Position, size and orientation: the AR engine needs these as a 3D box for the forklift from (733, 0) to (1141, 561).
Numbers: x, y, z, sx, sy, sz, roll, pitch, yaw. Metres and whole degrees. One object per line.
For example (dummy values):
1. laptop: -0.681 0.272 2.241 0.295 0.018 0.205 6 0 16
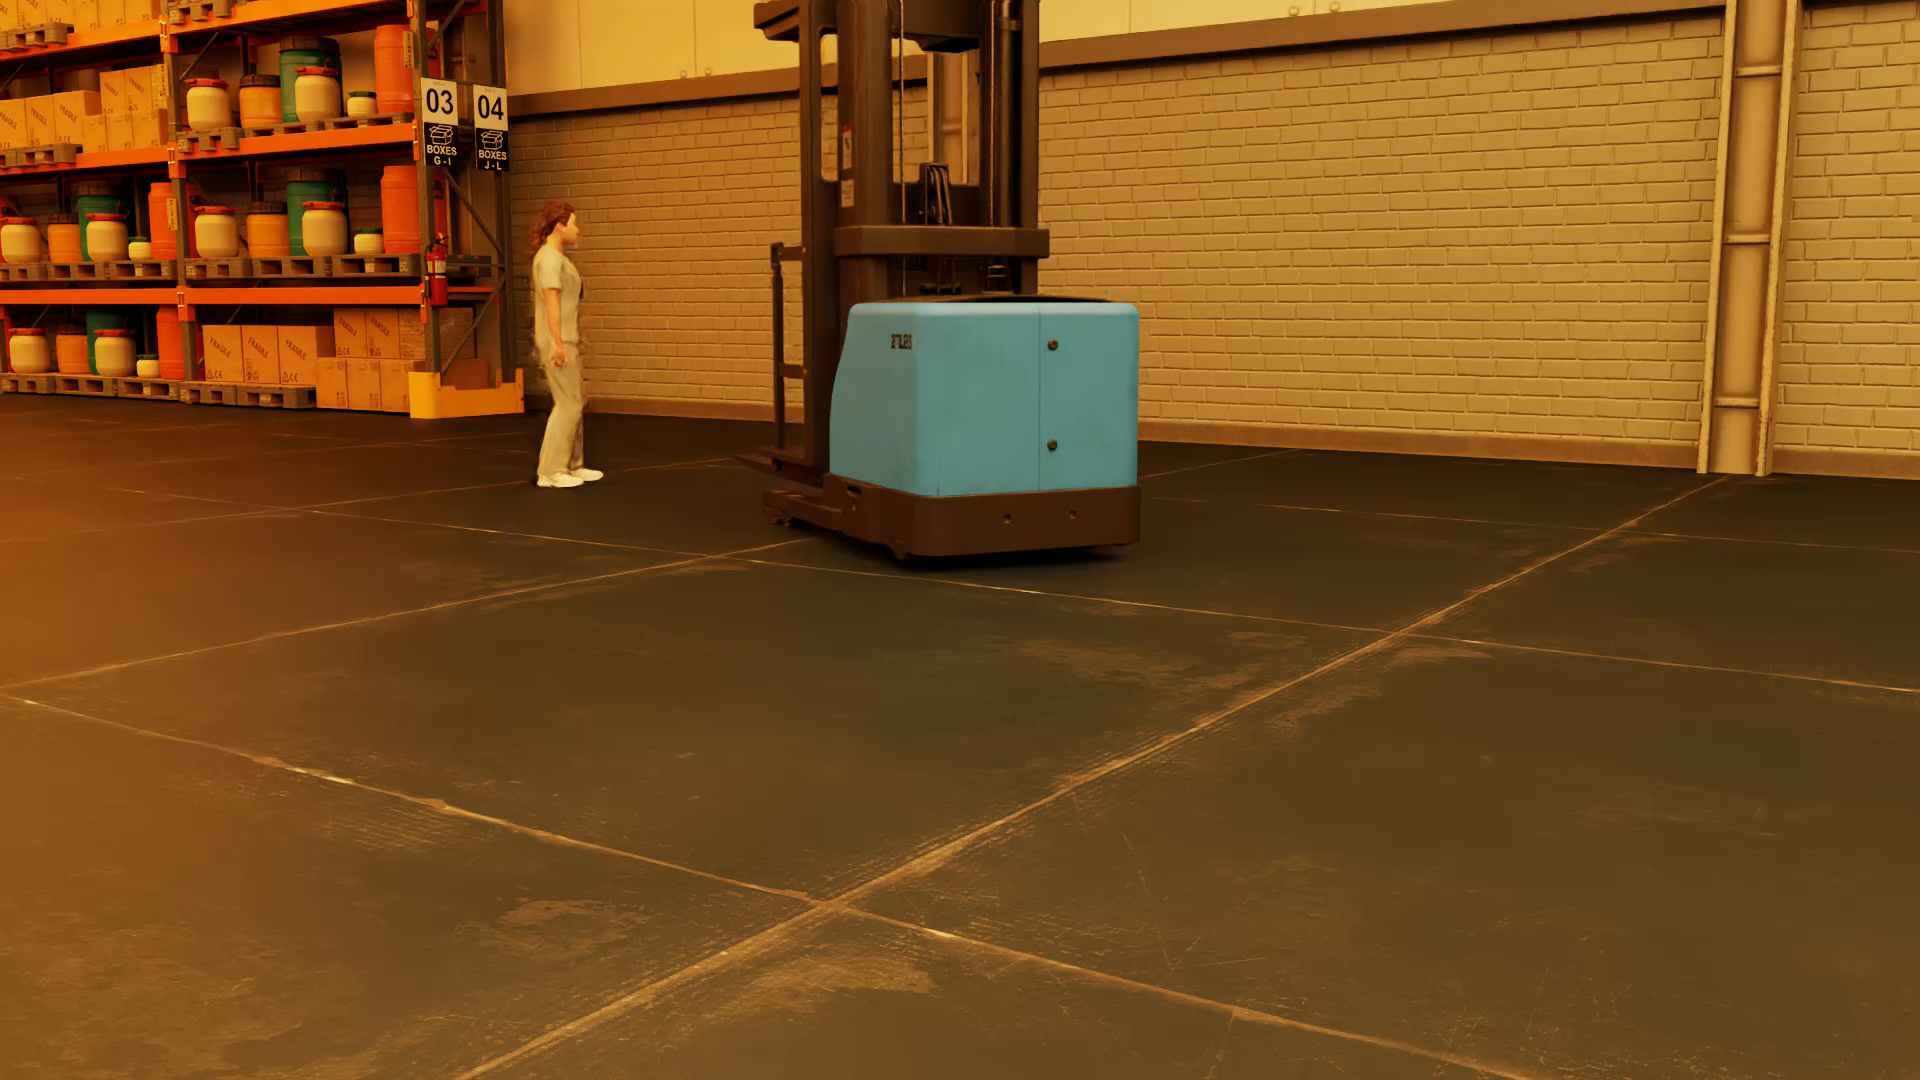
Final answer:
1. forklift: -0.322 -1.533 7.972 1.130 2.935 3.031 -4 9 -25

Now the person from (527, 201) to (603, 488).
1. person: -2.327 -1.153 9.818 0.421 1.660 0.607 -3 9 -19
